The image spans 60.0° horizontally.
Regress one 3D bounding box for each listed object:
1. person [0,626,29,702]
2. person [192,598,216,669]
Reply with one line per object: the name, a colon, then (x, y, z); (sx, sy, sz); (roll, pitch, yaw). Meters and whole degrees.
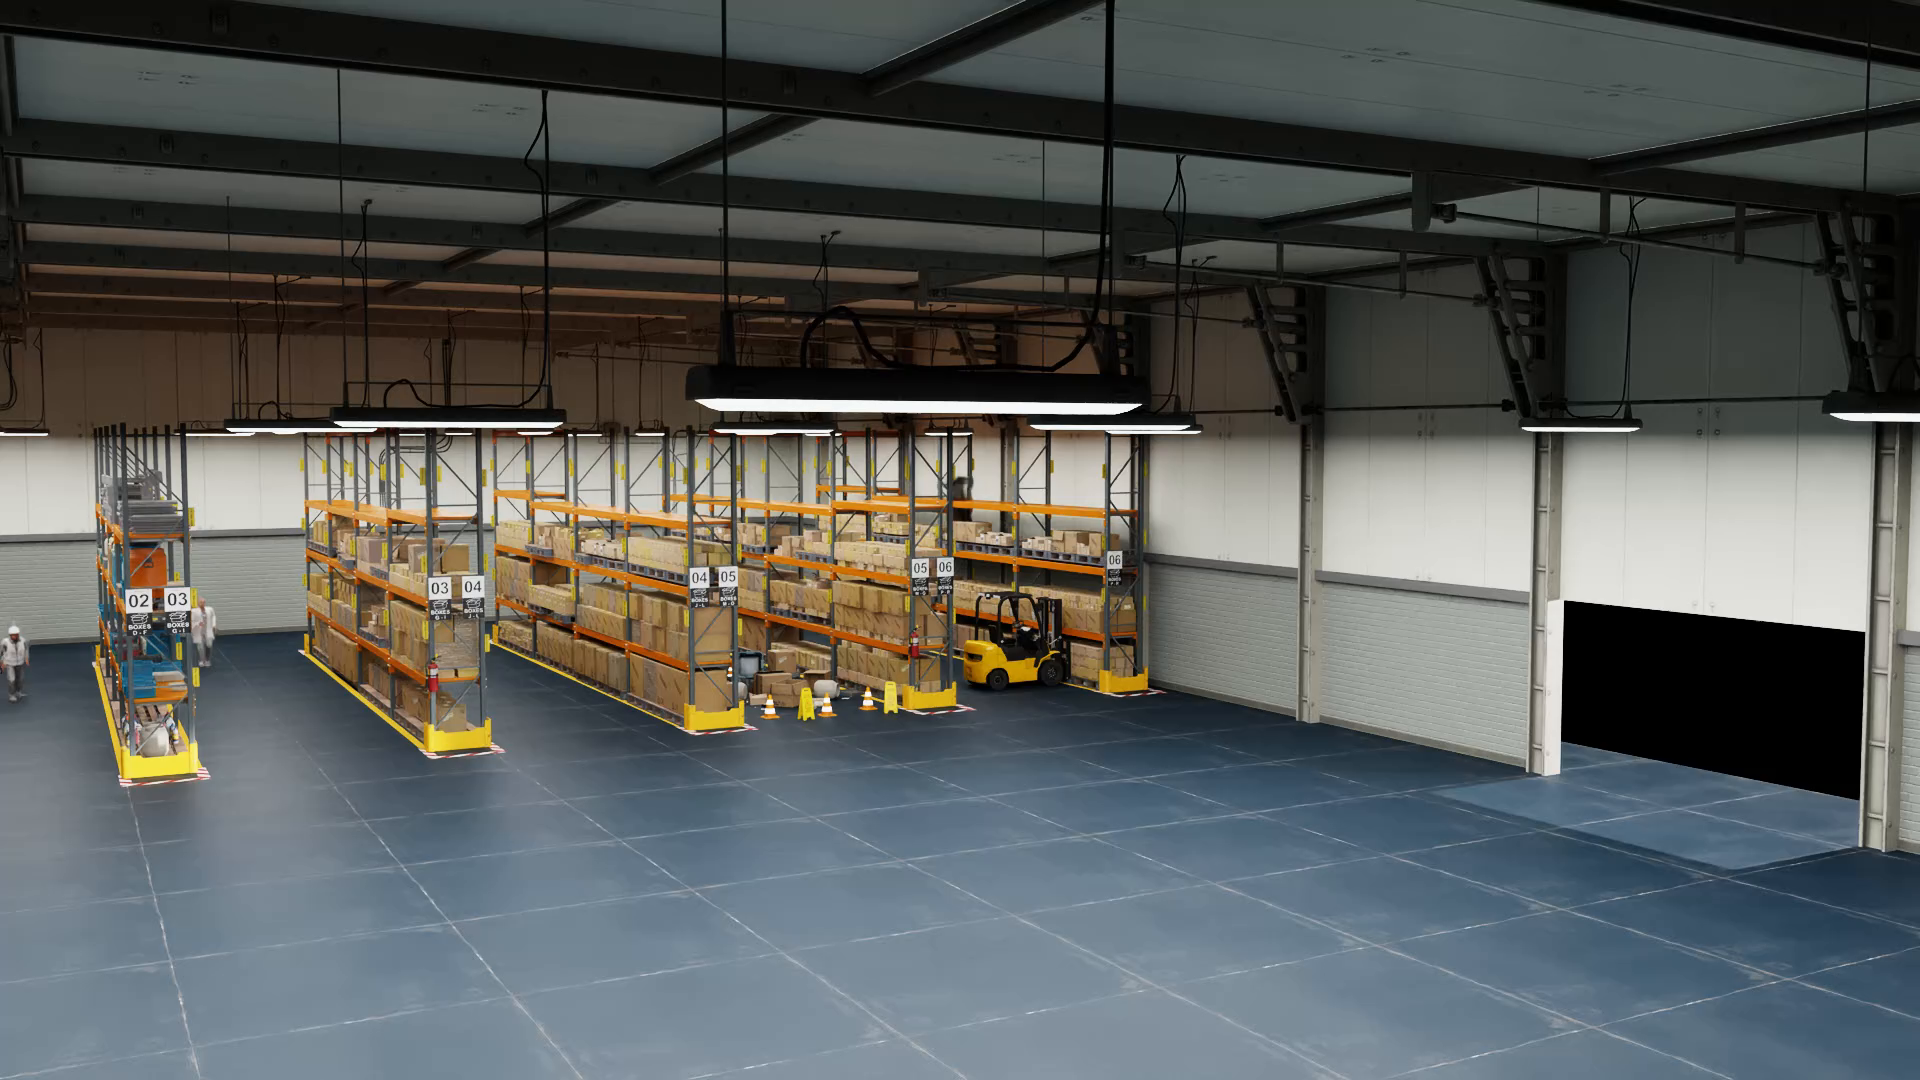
person: (-20.717, 2.687, 36.374); (0.847, 1.663, 0.697); (2, 4, 36)
person: (-18.911, 2.328, 41.539); (0.648, 1.780, 0.849); (-2, 4, -31)
